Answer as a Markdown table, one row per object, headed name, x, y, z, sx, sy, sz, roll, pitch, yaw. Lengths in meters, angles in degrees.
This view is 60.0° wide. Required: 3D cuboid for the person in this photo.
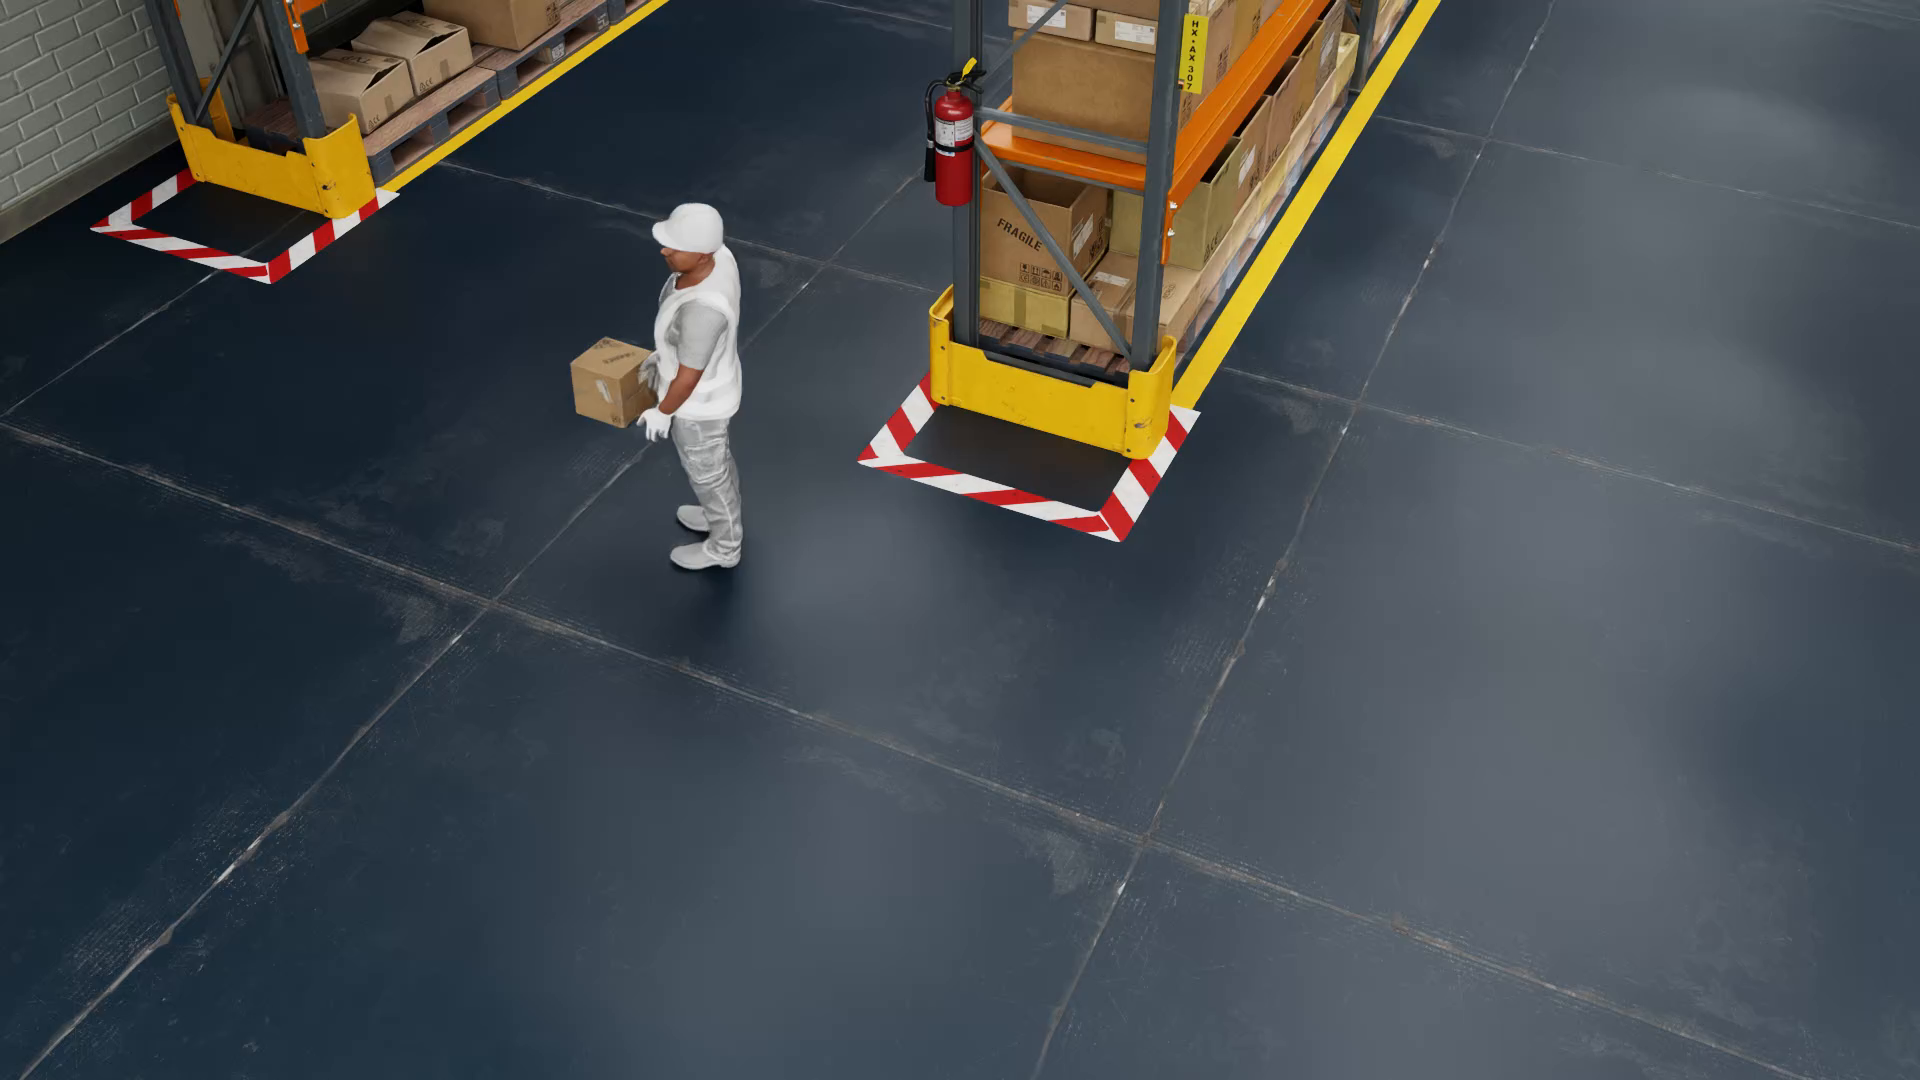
| name | x | y | z | sx | sy | sz | roll | pitch | yaw |
| --- | --- | --- | --- | --- | --- | --- | --- | --- | --- |
| person | -1.101 | -0.607 | 6.810 | 0.464 | 1.791 | 0.586 | -1 | 42 | -1 |
